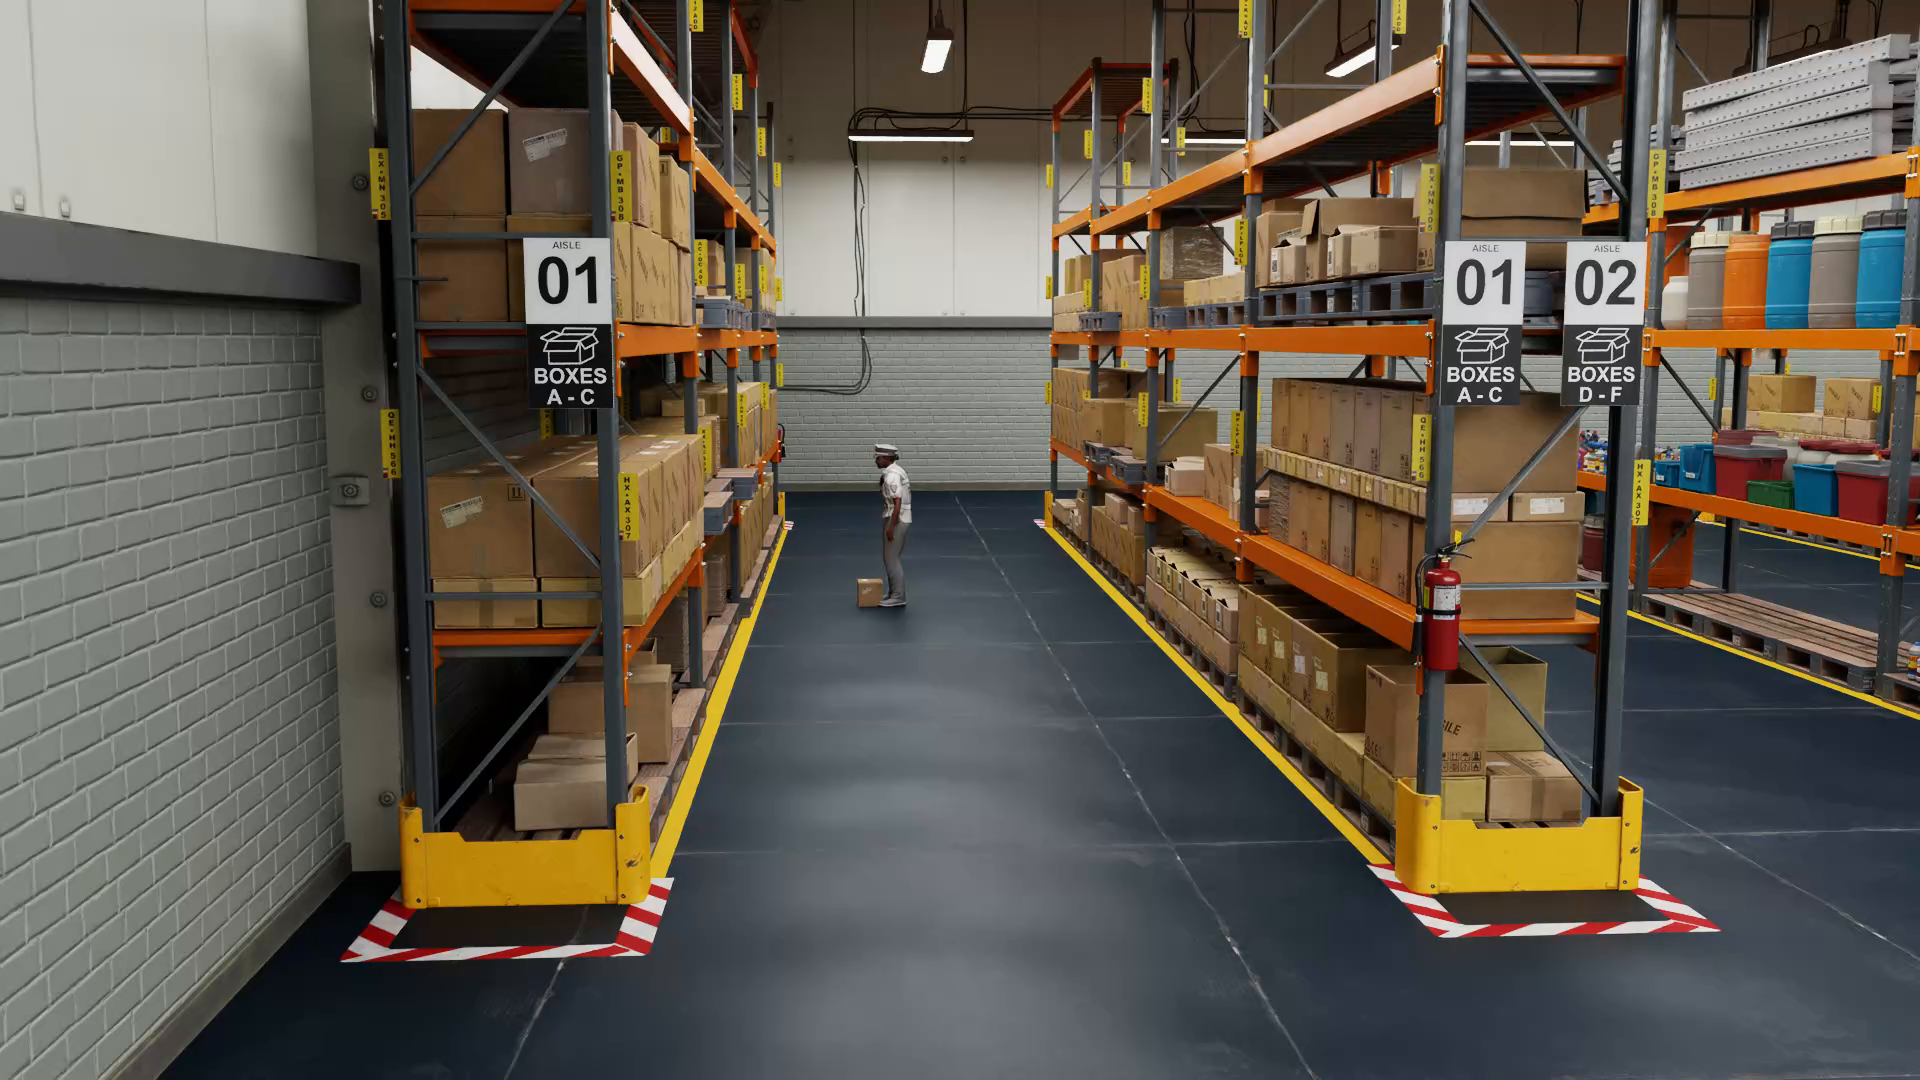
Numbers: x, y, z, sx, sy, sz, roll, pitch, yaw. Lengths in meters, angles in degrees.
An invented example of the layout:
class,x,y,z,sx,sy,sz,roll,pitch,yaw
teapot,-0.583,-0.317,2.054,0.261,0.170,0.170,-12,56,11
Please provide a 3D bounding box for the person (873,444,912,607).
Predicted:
class,x,y,z,sx,sy,sz,roll,pitch,yaw
person,-0.695,-0.156,17.051,0.397,1.655,0.522,-1,7,-5
